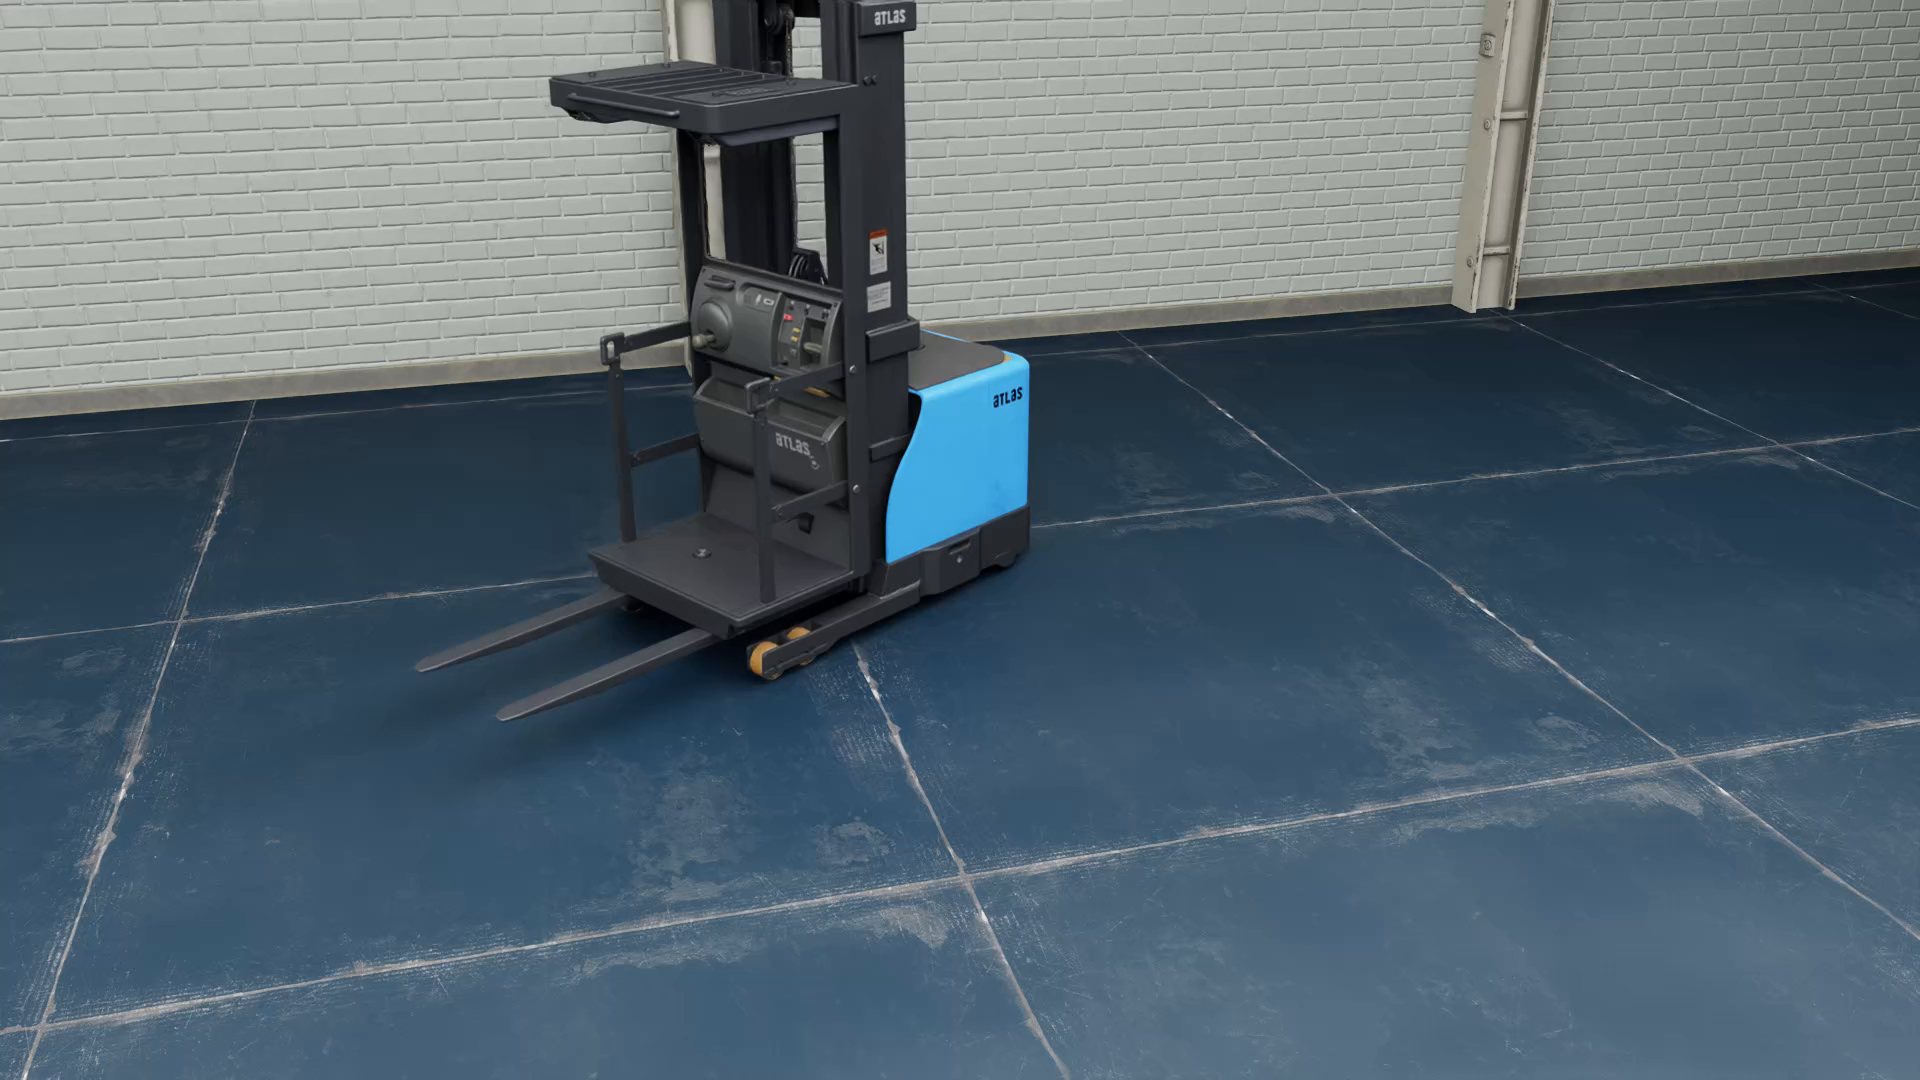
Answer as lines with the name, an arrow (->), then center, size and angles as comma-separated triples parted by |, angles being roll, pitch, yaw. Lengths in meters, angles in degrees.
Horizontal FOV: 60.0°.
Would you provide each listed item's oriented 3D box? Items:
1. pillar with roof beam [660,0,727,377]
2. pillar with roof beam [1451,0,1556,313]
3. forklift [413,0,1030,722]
pillar with roof beam -> -0.528, -3.696, 5.951 | 0.400, 9.000, 9.100 | -6, 24, -14
pillar with roof beam -> 5.249, -4.335, 7.441 | 0.400, 9.000, 9.100 | -6, 24, -14
forklift -> -1.014, -0.958, 7.266 | 1.130, 2.935, 3.031 | 20, 30, 39
